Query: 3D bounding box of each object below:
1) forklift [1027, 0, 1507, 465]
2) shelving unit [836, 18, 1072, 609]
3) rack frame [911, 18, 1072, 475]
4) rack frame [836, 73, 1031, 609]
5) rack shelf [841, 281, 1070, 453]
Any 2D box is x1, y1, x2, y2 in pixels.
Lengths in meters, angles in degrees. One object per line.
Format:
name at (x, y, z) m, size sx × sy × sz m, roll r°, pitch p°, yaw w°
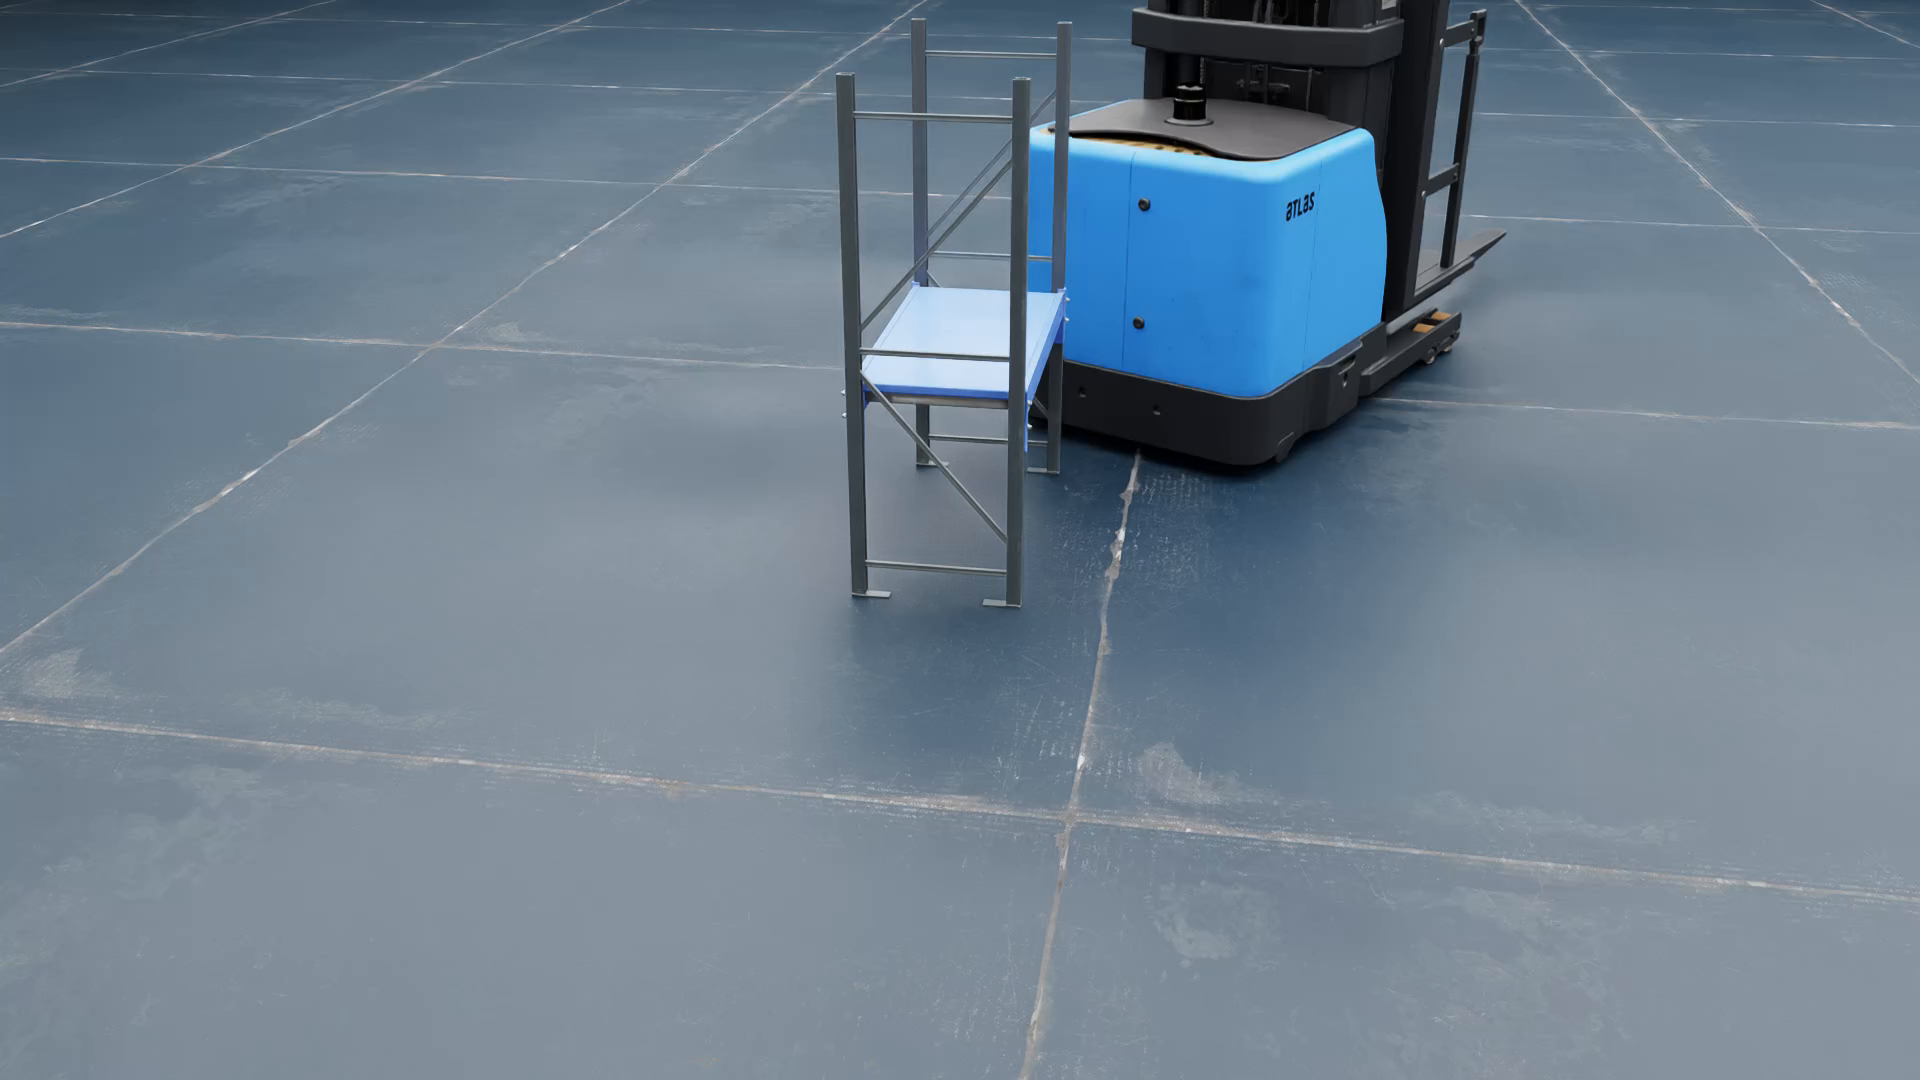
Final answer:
forklift at (1.430, -2.147, 6.380) m, size 1.130 × 2.935 × 3.031 m, roll 17°, pitch 30°, yaw 32°
shelving unit at (0.014, -0.715, 5.008) m, size 0.538 × 1.500 × 1.048 m, roll 4°, pitch 25°, yaw 9°
rack frame at (0.097, -0.928, 5.462) m, size 0.500 × 1.500 × 0.032 m, roll 4°, pitch 25°, yaw 9°
rack frame at (-0.069, -0.502, 4.554) m, size 0.500 × 1.500 × 0.032 m, roll 4°, pitch 25°, yaw 9°
rack shelf at (0.014, -0.552, 5.085) m, size 0.538 × 0.185 × 1.000 m, roll 4°, pitch 25°, yaw 9°
